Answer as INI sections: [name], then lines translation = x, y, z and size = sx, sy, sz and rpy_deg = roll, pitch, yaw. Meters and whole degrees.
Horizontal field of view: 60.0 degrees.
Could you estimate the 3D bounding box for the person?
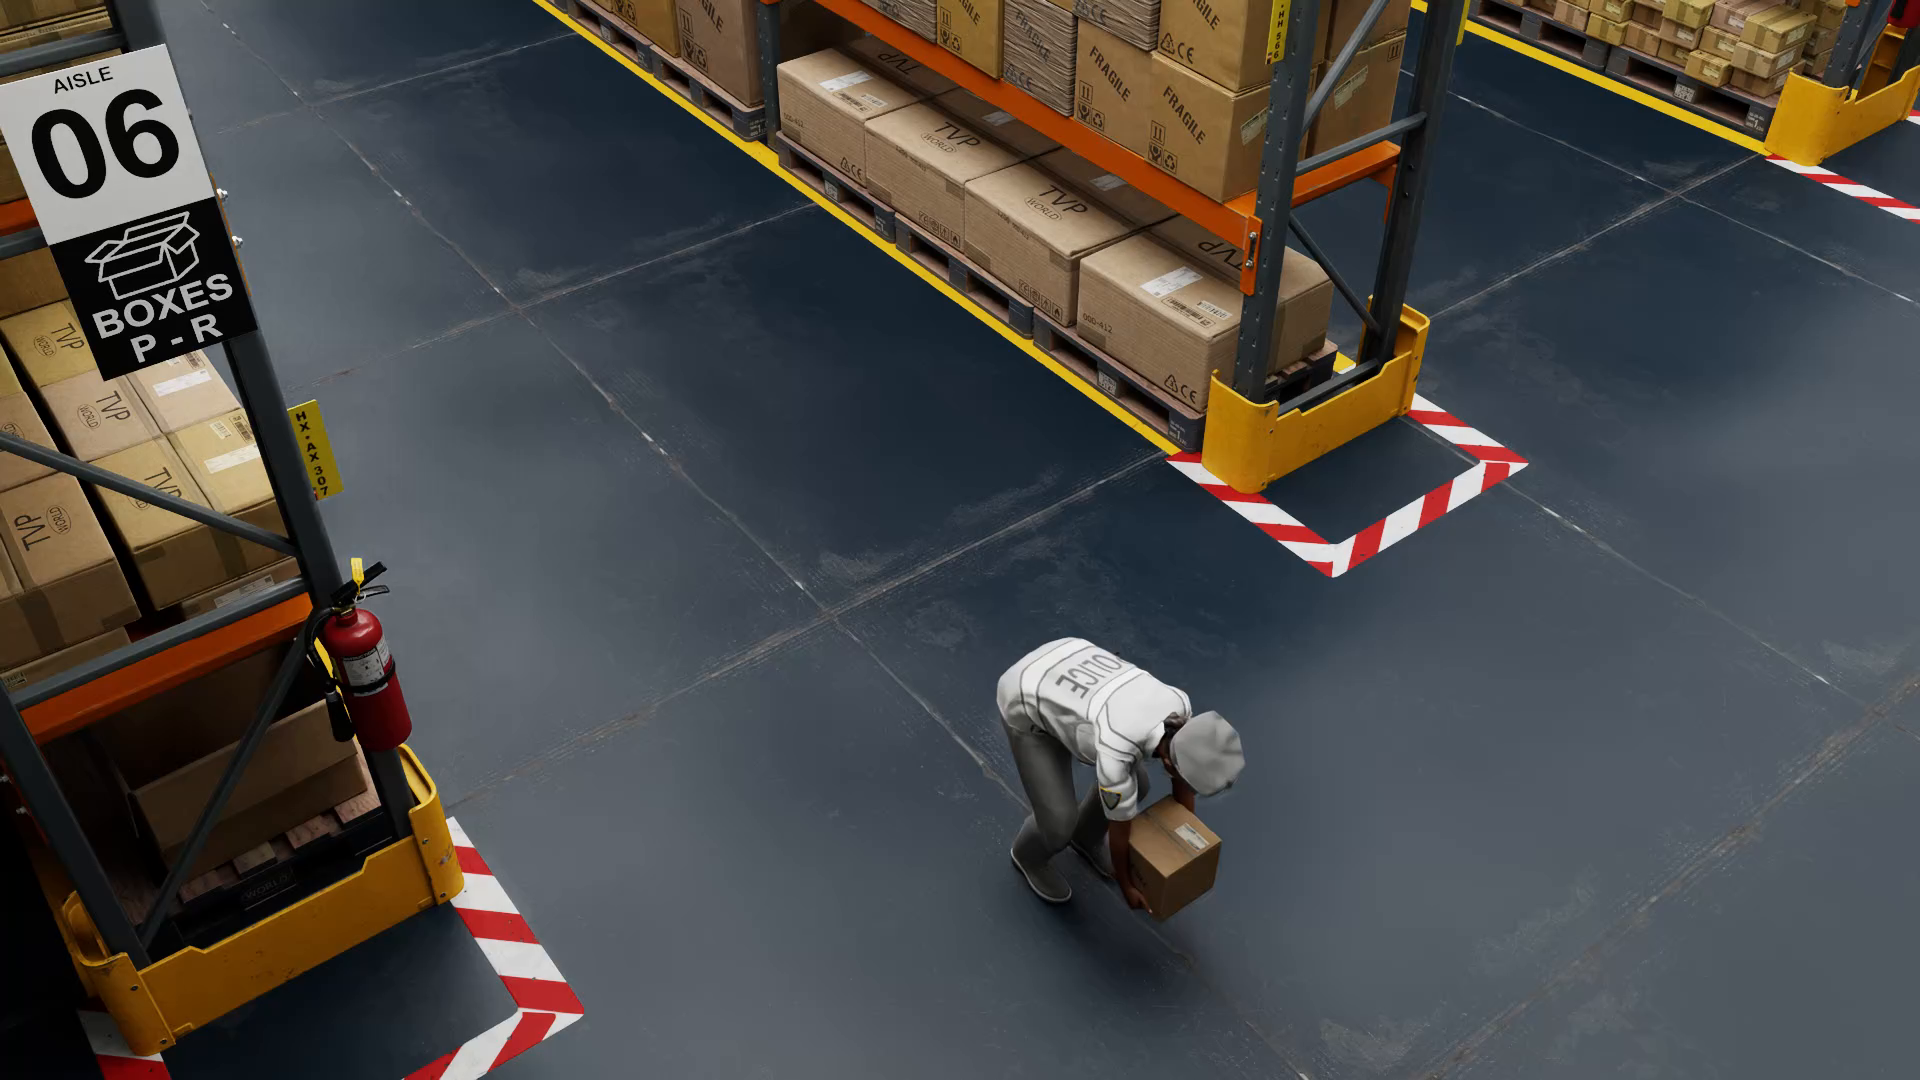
[person]
translation = 0.507, 0.843, 5.591
size = 0.441, 1.122, 0.928
rpy_deg = -29, 48, -29
